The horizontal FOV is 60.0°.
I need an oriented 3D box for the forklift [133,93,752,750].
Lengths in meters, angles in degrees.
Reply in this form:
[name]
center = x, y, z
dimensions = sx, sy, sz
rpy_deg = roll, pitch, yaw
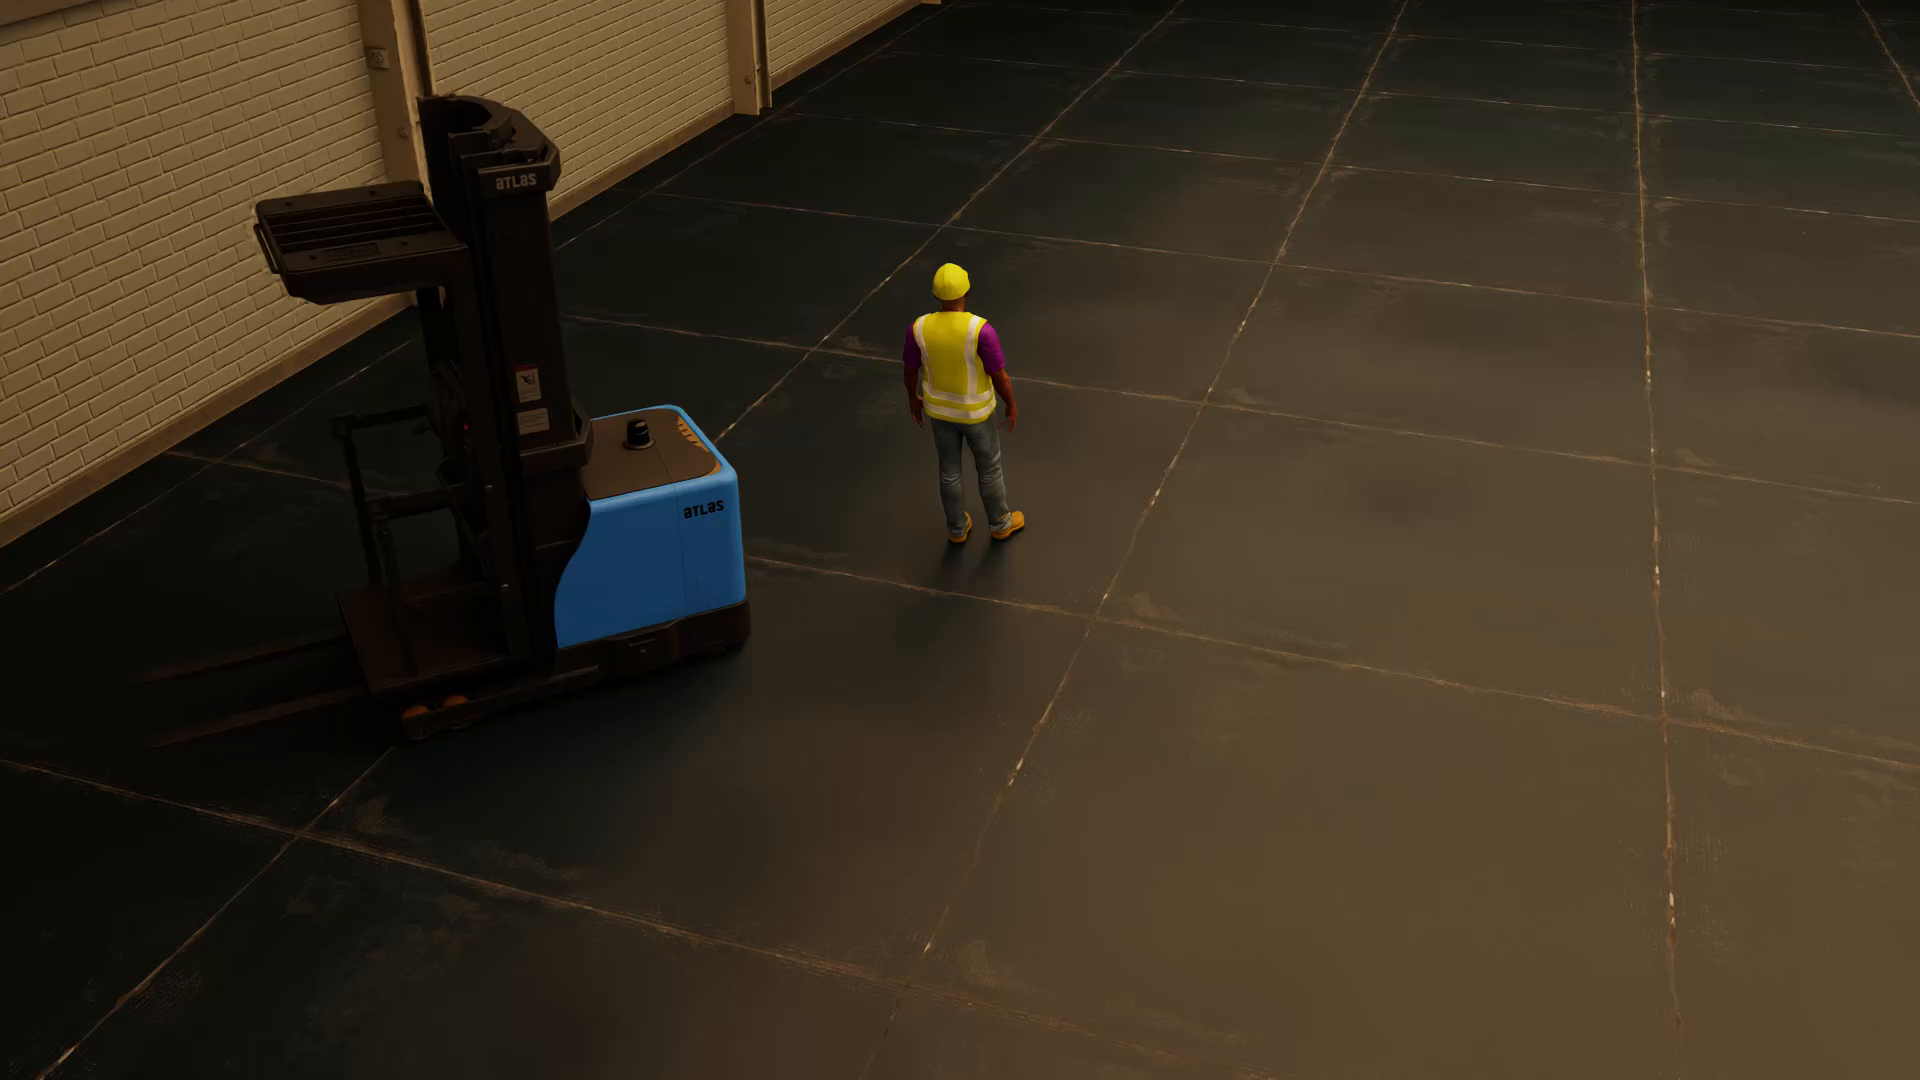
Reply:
[forklift]
center = -2.687, -0.572, 8.139
dimensions = 3.031, 2.935, 1.130
rpy_deg = -14, 33, -23

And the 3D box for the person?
[person]
center = 0.027, -0.806, 9.711
dimensions = 0.666, 1.768, 0.575
rpy_deg = 10, 31, 16
